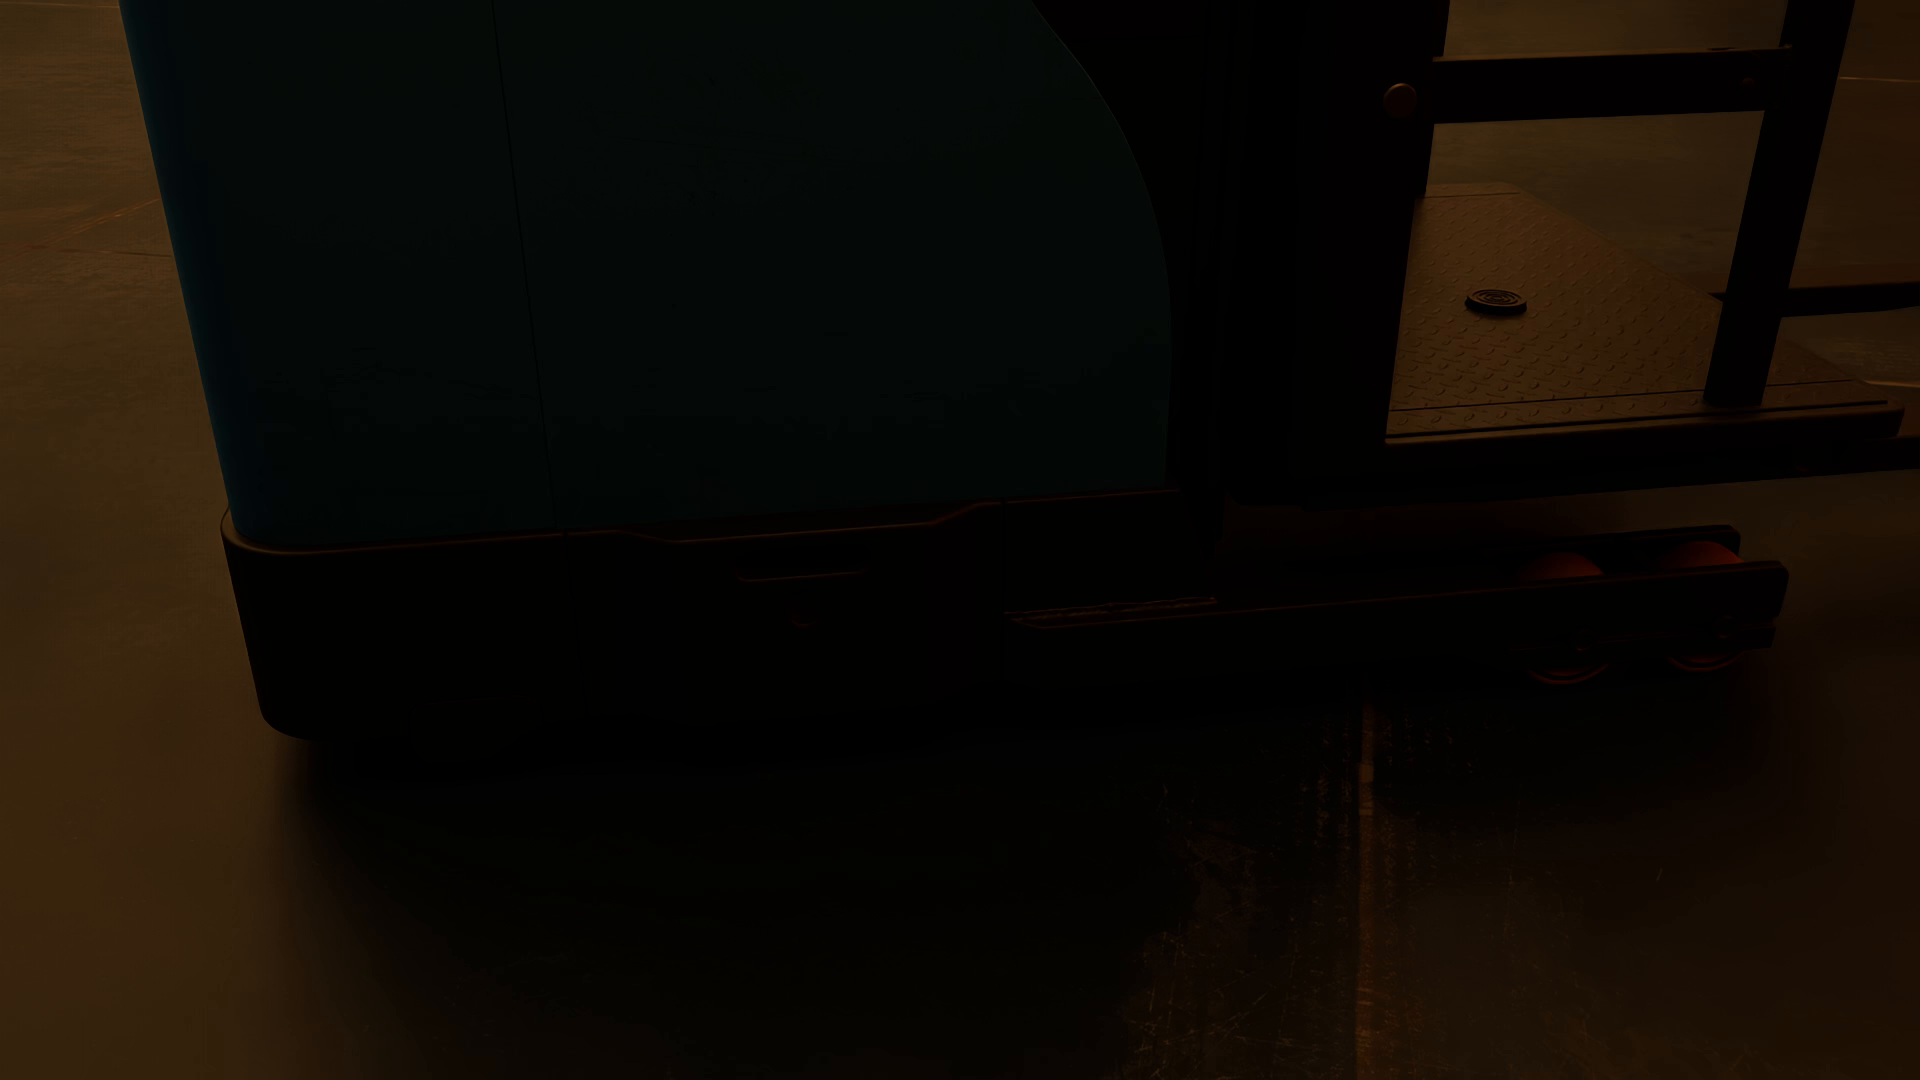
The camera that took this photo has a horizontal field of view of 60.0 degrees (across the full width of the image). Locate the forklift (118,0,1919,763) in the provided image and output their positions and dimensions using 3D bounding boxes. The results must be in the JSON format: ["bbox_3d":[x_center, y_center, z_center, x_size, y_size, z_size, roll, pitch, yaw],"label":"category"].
[{"bbox_3d":[0.600,-1.354,1.930,3.031,2.935,1.130,-4,27,-9],"label":"forklift"}]
